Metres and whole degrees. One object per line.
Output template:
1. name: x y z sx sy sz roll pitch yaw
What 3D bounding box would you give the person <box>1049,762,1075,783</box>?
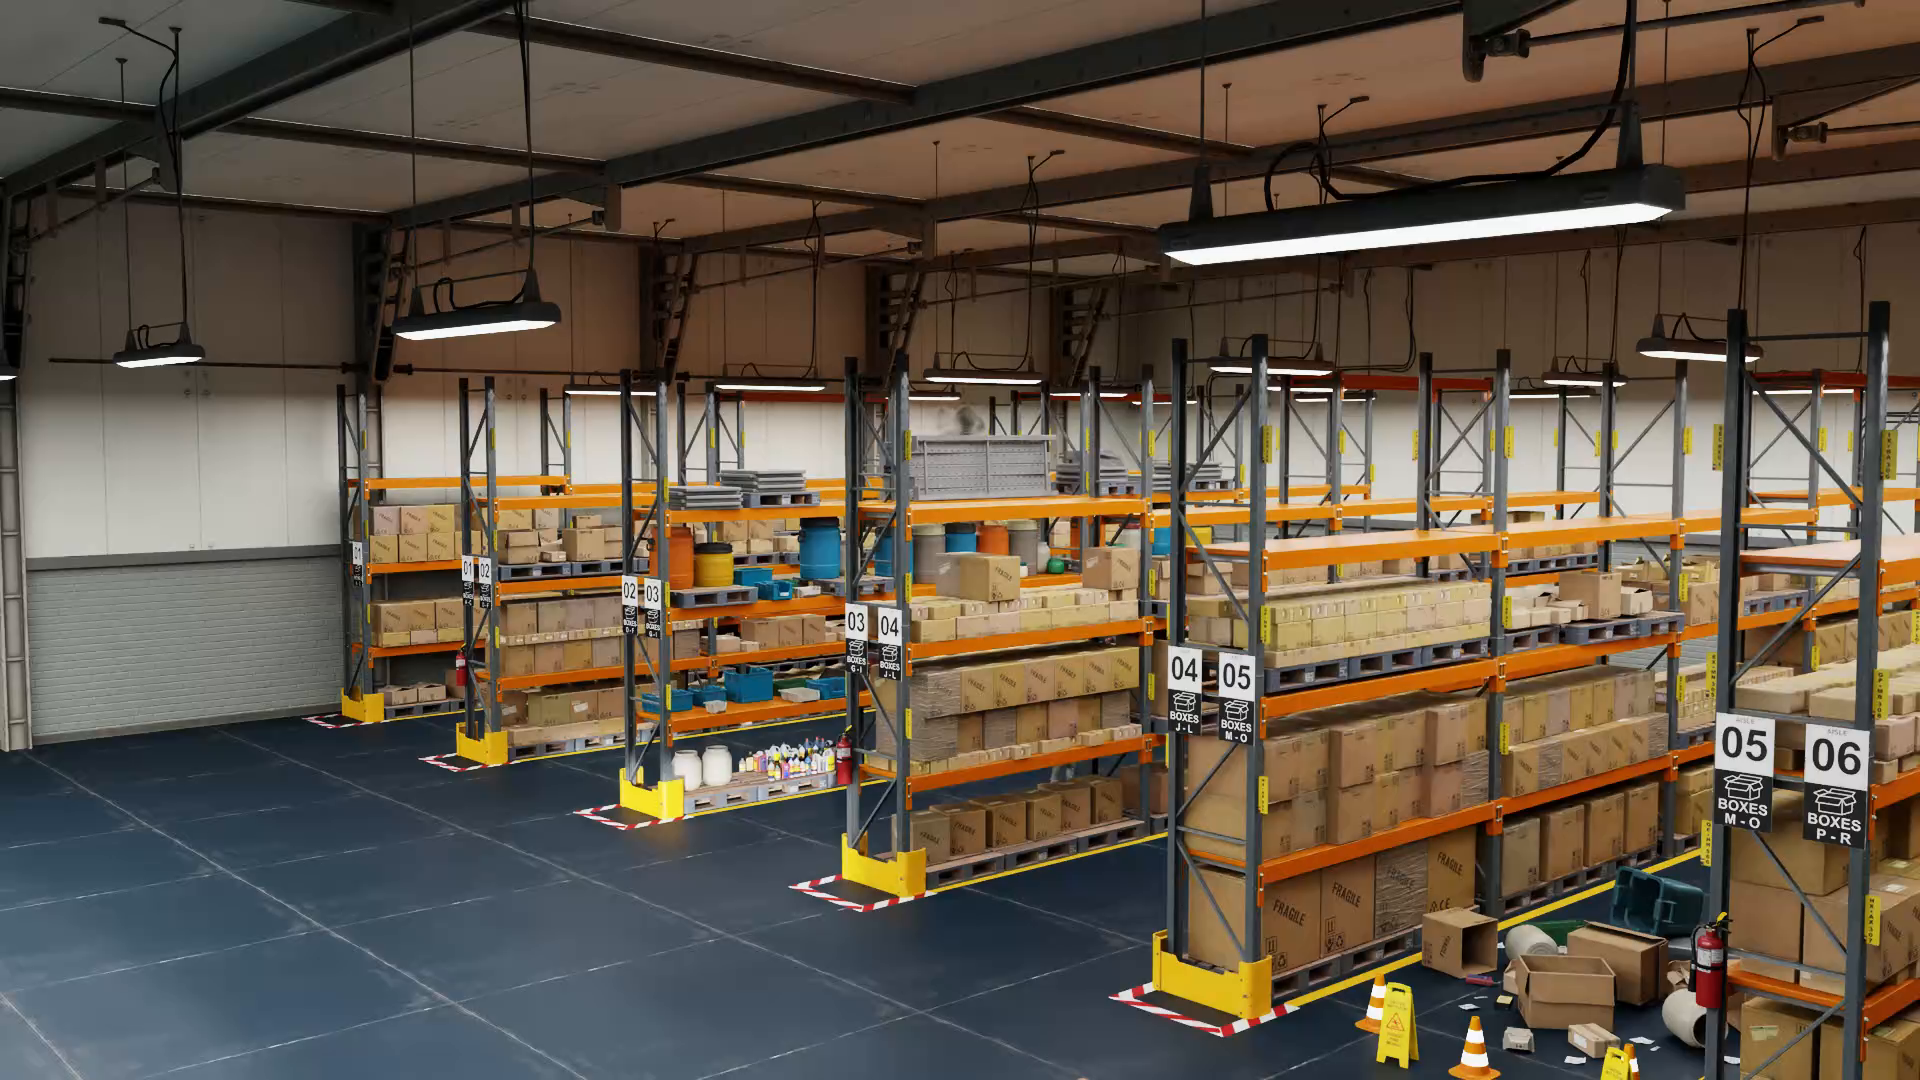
1. person: 1.442 2.755 23.820 0.616 1.686 0.901 3 5 35
